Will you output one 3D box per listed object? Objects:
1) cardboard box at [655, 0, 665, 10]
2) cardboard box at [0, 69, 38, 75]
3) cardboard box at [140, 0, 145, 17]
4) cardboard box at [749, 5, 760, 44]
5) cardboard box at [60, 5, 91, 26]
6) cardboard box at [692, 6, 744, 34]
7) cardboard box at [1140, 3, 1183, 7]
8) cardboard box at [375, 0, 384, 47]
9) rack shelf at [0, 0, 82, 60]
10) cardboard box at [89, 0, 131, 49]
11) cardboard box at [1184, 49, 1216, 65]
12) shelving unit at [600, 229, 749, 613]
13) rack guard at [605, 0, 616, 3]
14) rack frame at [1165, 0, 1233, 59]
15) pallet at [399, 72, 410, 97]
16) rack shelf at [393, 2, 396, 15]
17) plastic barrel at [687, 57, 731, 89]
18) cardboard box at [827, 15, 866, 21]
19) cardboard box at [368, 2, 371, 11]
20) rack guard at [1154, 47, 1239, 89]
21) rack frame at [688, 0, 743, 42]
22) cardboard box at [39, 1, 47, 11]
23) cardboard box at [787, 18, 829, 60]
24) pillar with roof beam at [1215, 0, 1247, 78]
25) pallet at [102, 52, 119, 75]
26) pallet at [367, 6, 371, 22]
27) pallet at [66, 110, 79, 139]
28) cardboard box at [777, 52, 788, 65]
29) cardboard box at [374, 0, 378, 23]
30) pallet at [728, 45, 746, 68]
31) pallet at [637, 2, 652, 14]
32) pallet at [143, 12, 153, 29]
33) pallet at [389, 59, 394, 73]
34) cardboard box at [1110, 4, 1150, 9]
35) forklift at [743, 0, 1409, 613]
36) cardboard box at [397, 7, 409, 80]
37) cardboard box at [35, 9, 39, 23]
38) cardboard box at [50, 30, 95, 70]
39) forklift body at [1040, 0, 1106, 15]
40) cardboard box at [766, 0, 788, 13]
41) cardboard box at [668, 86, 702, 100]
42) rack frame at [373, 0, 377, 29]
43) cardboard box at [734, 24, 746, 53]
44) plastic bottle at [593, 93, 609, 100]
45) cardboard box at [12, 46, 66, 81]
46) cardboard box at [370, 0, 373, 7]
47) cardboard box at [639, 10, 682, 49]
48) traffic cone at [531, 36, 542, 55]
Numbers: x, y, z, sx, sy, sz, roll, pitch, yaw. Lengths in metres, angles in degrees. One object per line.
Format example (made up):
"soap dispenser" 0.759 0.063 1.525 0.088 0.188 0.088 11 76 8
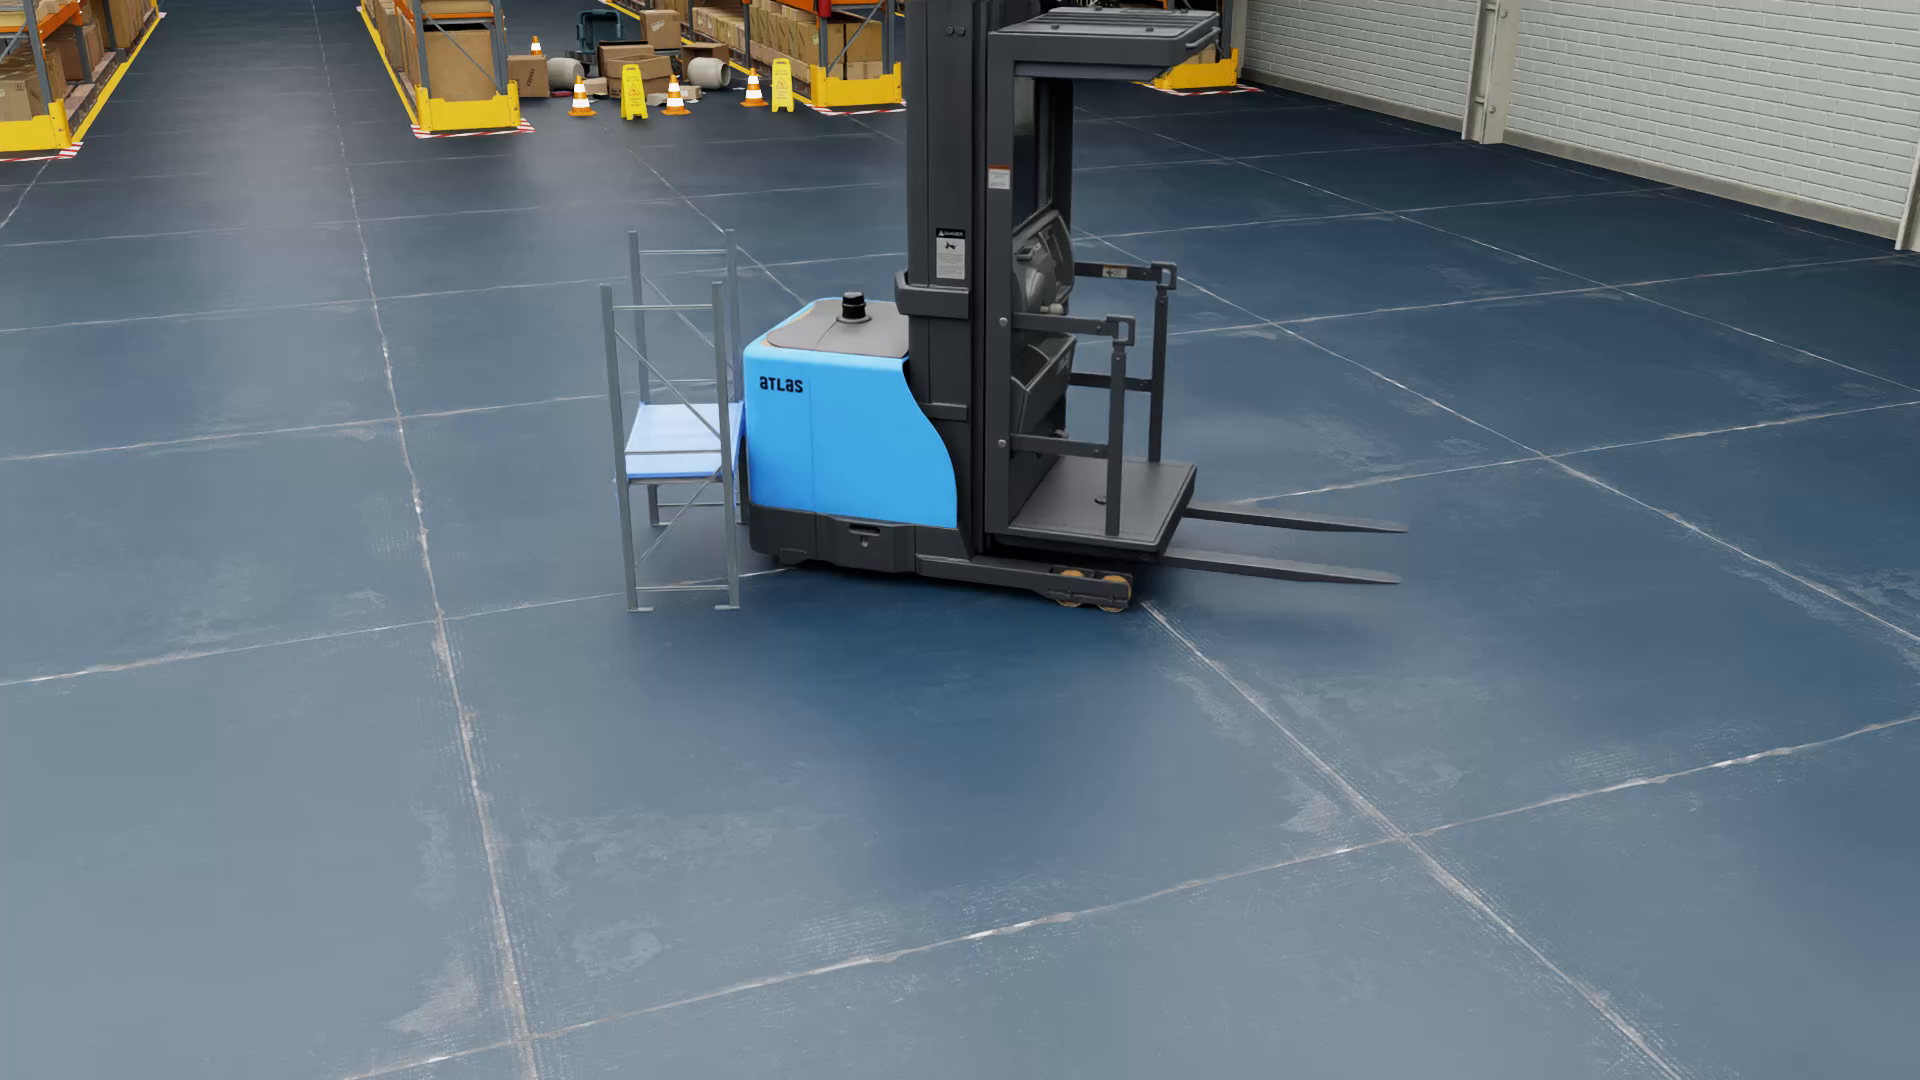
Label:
"cardboard box" -5.277 -10.468 31.420 0.875 0.875 0.875 -8 24 -17
"cardboard box" -11.051 -5.232 19.478 0.500 0.500 0.500 -2 23 -5
"cardboard box" -15.319 -9.901 30.073 0.875 0.875 0.875 -8 24 -19
"cardboard box" -2.789 -7.582 24.411 0.500 0.500 0.500 -7 24 -16
"cardboard box" -12.968 -7.621 24.156 0.500 0.250 0.500 -6 23 -13
"cardboard box" -3.968 -8.791 28.088 0.950 0.372 0.625 -10 25 -23
"cardboard box" 2.971 -7.743 24.470 0.500 0.250 0.500 -9 24 -19
"cardboard box" -8.622 -8.222 26.252 1.050 0.750 0.750 -9 24 -20
"rack shelf" -11.310 -6.144 19.890 1.077 0.370 4.000 -8 24 -19
"cardboard box" -13.654 -8.123 25.856 1.225 0.875 0.875 -10 25 -21
"cardboard box" 3.320 -6.922 23.811 0.500 0.250 0.500 -8 24 -19
"shelving unit" -1.282 -0.575 7.683 0.538 1.500 1.048 -2 23 -4
"rack guard" -6.993 -11.779 35.552 1.175 0.500 0.348 -8 24 -19
"rack frame" 3.310 -7.790 22.872 1.000 3.000 0.127 -8 24 -19
"pallet" -7.145 -6.274 22.863 1.003 0.211 1.213 -8 24 -19
"rack shelf" -8.047 -8.241 24.866 1.077 0.370 4.000 -8 24 -19
"plastic barrel" -3.478 -6.464 23.041 0.512 0.421 0.421 8 24 18
"cardboard box" -1.556 -6.909 22.814 0.500 0.500 0.500 -9 25 -21
"cardboard box" -10.989 -10.104 31.490 0.380 0.149 0.250 -8 24 -19
"rack guard" 3.319 -6.630 23.336 1.175 0.500 0.348 -8 24 -19
"rack frame" -4.158 -10.015 28.149 1.000 3.000 0.127 -8 24 -19
"cardboard box" -10.929 -6.222 19.474 0.380 0.149 0.250 -8 24 -19
"cardboard box" -2.047 -6.825 22.614 0.500 0.500 0.500 -7 24 -17
"pillar with roof beam" -0.120 -10.341 21.199 9.100 9.000 0.400 -8 24 -19
"pallet" -13.155 -7.086 24.791 1.003 0.211 1.213 -8 24 -19
"pallet" -10.872 -10.151 32.061 1.003 0.211 1.213 -8 24 -19
"pallet" -10.884 -4.791 19.345 1.003 0.211 1.213 -8 24 -19
"cardboard box" -2.235 -6.670 23.213 0.500 0.250 0.500 -9 25 -21
"cardboard box" -10.154 -9.489 29.579 0.500 0.500 0.500 -7 24 -17
"pallet" -3.022 -7.559 25.913 1.003 0.211 1.213 -8 24 -19
"pallet" -5.767 -10.470 32.820 1.003 0.211 1.213 -8 24 -19
"pallet" -15.473 -9.555 30.647 1.003 0.211 1.213 -8 24 -19
"pallet" -8.118 -7.275 25.238 1.003 0.211 1.213 -8 24 -19
"cardboard box" 2.482 -7.669 24.295 0.500 0.250 0.500 -8 24 -18
"forklift" 0.565 -1.254 7.453 3.031 2.935 1.130 7 24 16
"cardboard box" -7.184 -6.822 22.768 0.875 0.875 0.875 -8 24 -18
"cardboard box" -10.551 -5.862 18.620 0.380 0.149 0.250 -8 24 -19
"cardboard box" -12.562 -6.858 23.311 0.700 0.500 0.500 -11 25 -24
"forklift body" 0.934 -7.838 24.077 2.313 2.155 1.214 -8 24 -19
"cardboard box" -2.520 -7.543 23.484 0.380 0.149 0.250 -7 24 -16
"cardboard box" -3.685 -5.993 22.278 0.380 0.149 0.250 4 23 9
"rack frame" -10.166 -10.752 29.899 1.000 3.000 0.127 -8 24 -19
"cardboard box" -2.933 -7.734 25.581 0.950 0.372 0.625 -8 24 -18
"plastic bottle" -4.834 -5.960 22.312 0.133 0.061 0.283 -18 29 -37
"cardboard box" -11.912 -6.093 21.521 0.500 0.500 0.500 -9 25 -21
"cardboard box" -10.682 -9.937 30.711 0.380 0.149 0.250 -10 25 -22
"cardboard box" -4.400 -7.503 24.434 0.500 0.500 0.500 -8 24 -19
"traffic cone" -6.401 -7.371 25.143 0.336 0.463 0.334 -8 24 -19
